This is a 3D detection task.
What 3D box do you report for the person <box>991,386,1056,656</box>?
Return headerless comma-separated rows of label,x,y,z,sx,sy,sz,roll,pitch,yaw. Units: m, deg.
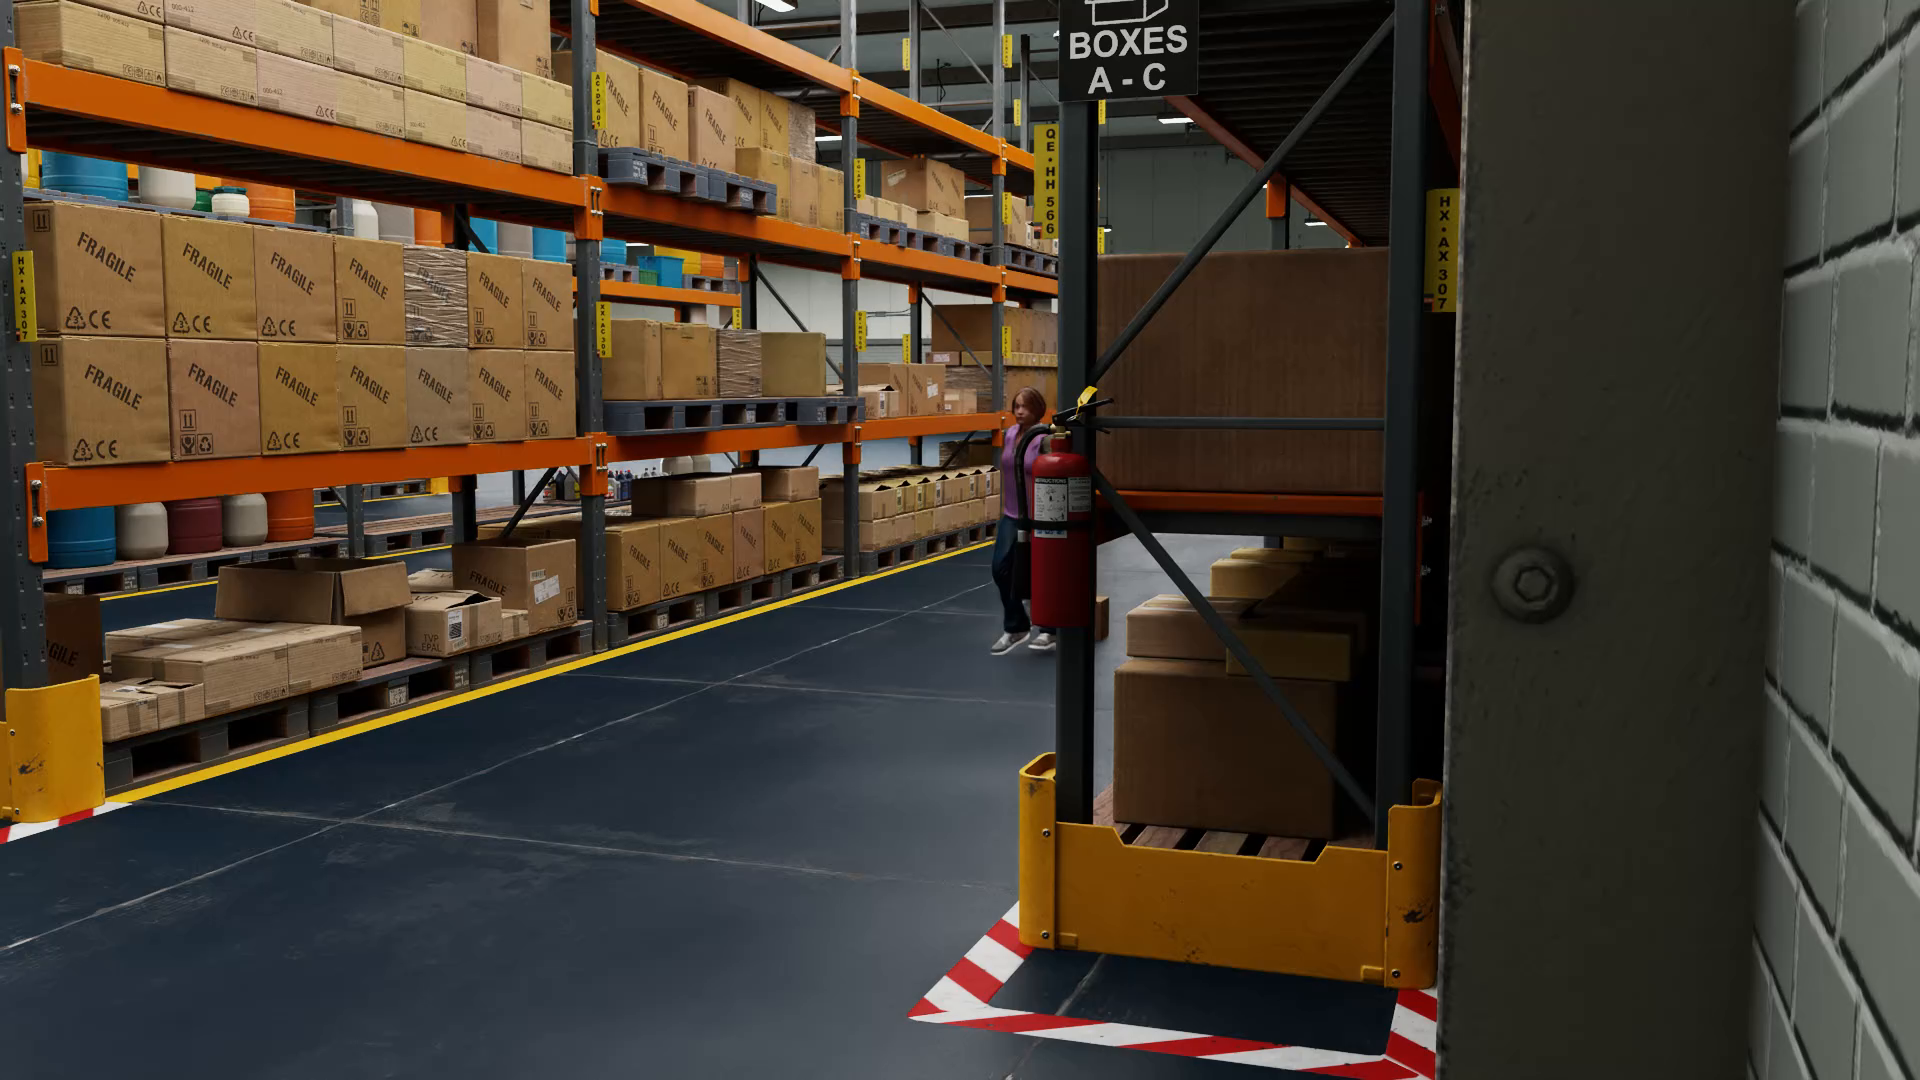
person,0.448,-0.112,9.833,0.443,1.593,0.510,4,7,36
